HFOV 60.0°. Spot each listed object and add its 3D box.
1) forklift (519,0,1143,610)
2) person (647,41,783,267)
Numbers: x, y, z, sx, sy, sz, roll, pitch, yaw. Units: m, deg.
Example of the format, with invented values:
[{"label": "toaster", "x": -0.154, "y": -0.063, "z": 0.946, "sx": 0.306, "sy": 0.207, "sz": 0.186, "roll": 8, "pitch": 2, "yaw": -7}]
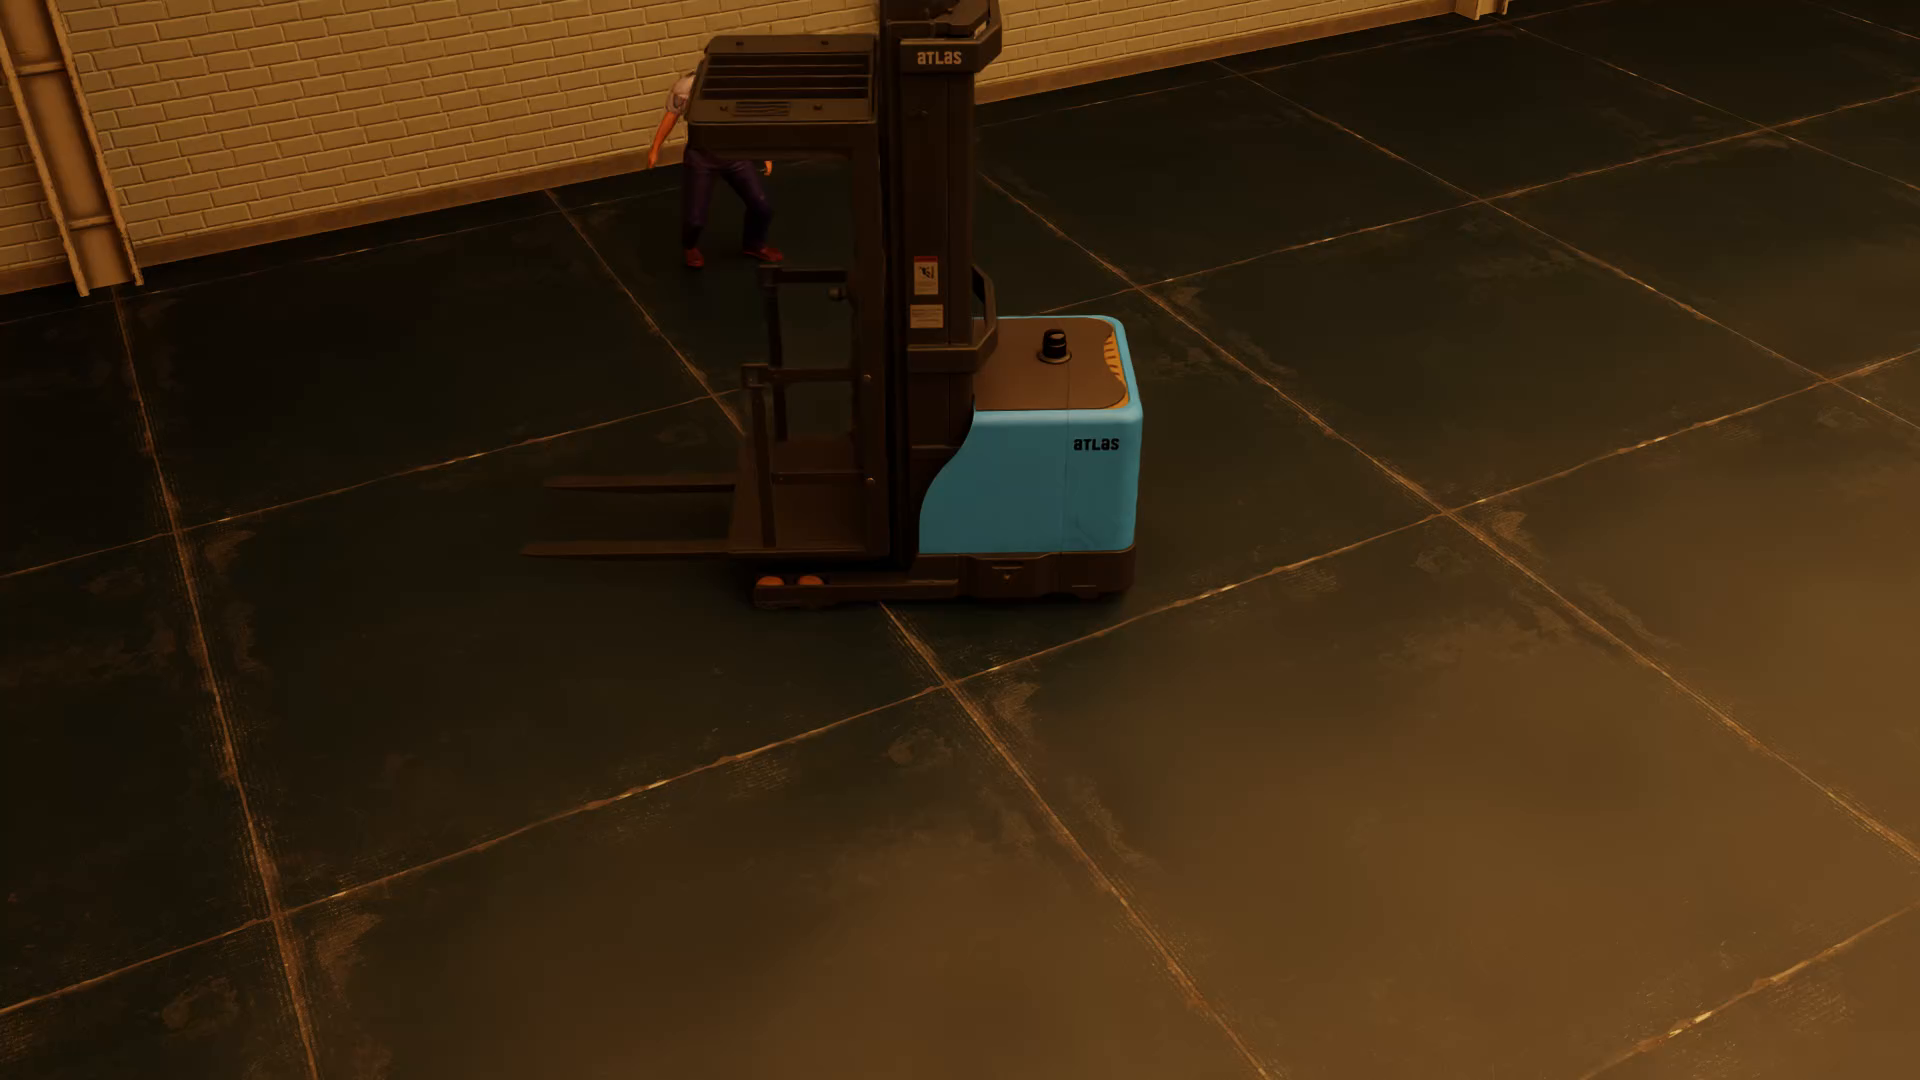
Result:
[{"label": "forklift", "x": -0.664, "y": -1.163, "z": 7.769, "sx": 3.031, "sy": 2.935, "sz": 1.130, "roll": -1, "pitch": 35, "yaw": -1}, {"label": "person", "x": -1.627, "y": -2.531, "z": 10.889, "sx": 0.838, "sy": 1.578, "sz": 0.475, "roll": -10, "pitch": 36, "yaw": -14}]
